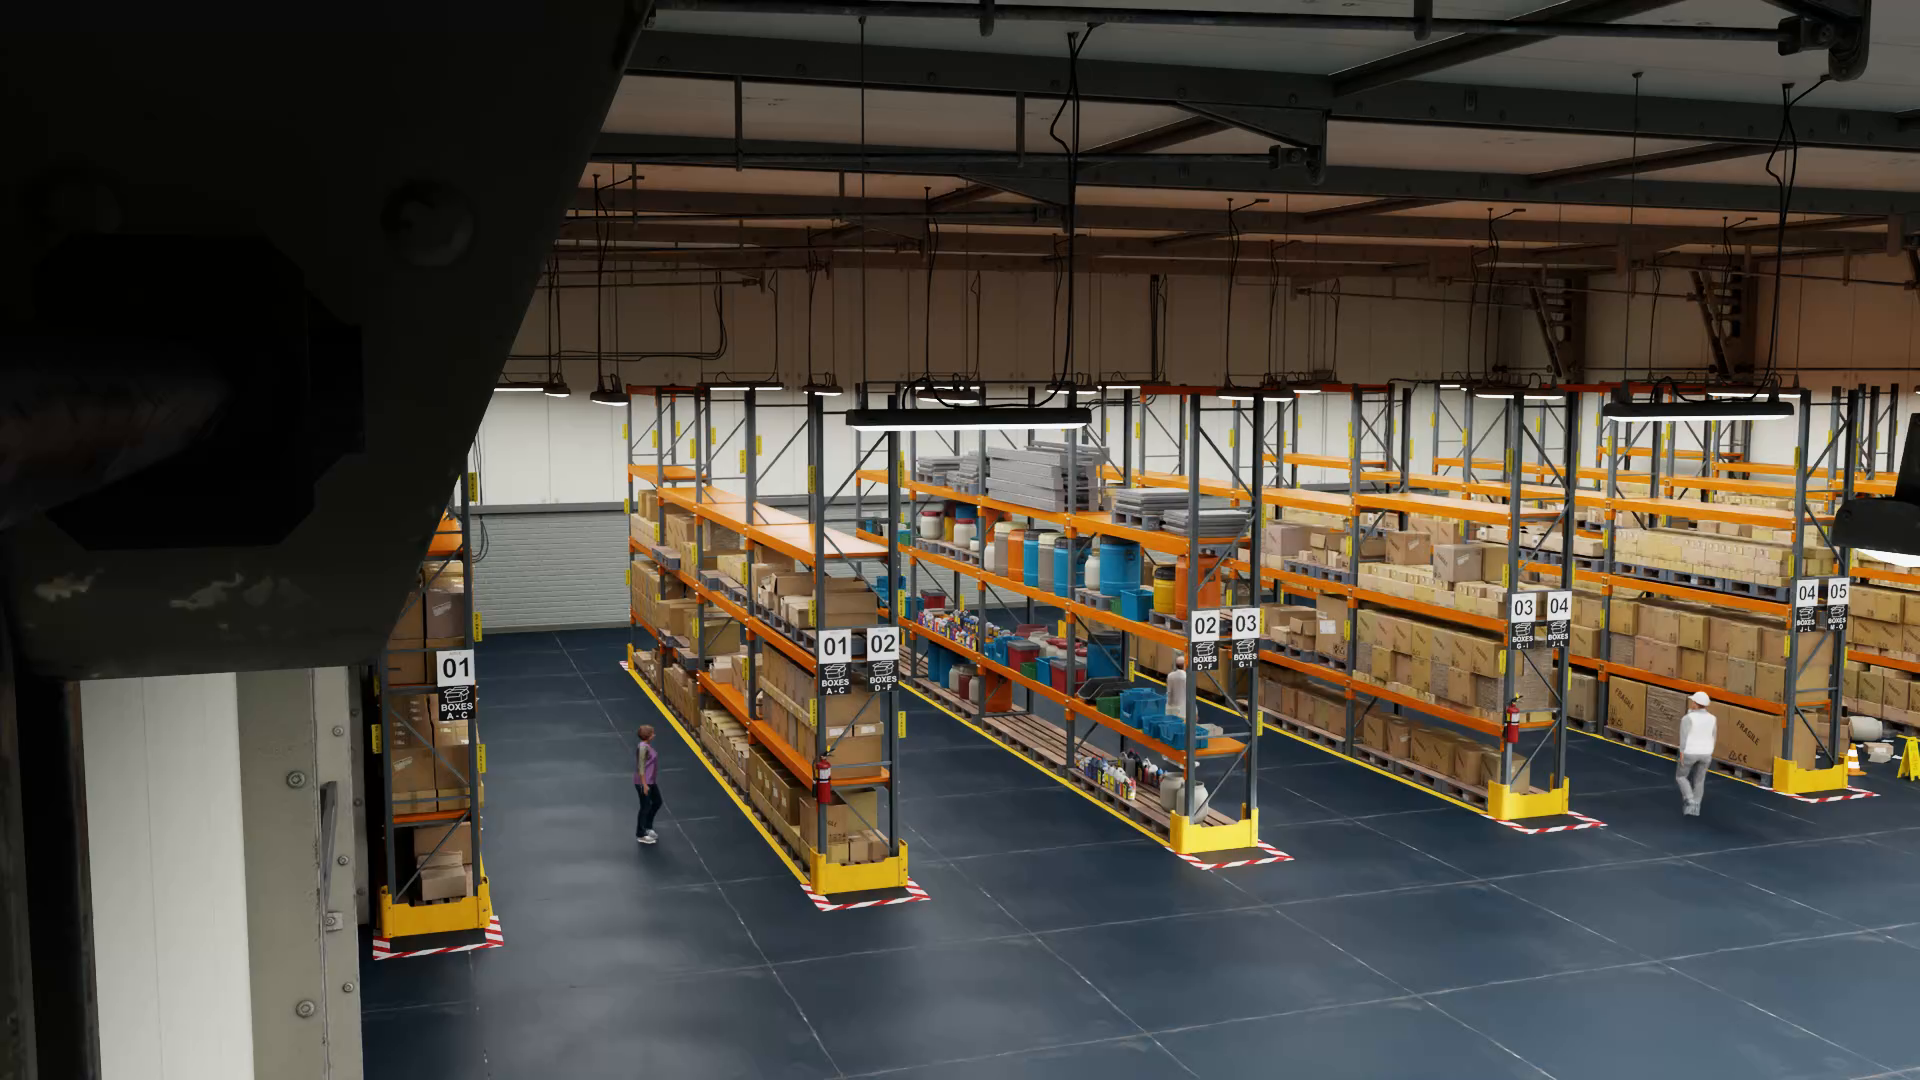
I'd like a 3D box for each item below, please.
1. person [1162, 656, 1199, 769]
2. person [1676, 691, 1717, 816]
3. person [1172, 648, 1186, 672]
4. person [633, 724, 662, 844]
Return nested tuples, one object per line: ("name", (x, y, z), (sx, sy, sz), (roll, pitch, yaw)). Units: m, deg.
("person", (3.554, 2.738, 26.362), (0.458, 1.805, 0.655), (-4, 7, -35))
("person", (10.400, 3.017, 23.443), (0.529, 1.767, 0.538), (1, 6, 10))
("person", (4.030, 2.391, 30.386), (0.350, 1.600, 0.467), (-3, 7, -28))
("person", (-4.191, 3.267, 22.216), (0.342, 1.588, 0.534), (0, 6, 2))
